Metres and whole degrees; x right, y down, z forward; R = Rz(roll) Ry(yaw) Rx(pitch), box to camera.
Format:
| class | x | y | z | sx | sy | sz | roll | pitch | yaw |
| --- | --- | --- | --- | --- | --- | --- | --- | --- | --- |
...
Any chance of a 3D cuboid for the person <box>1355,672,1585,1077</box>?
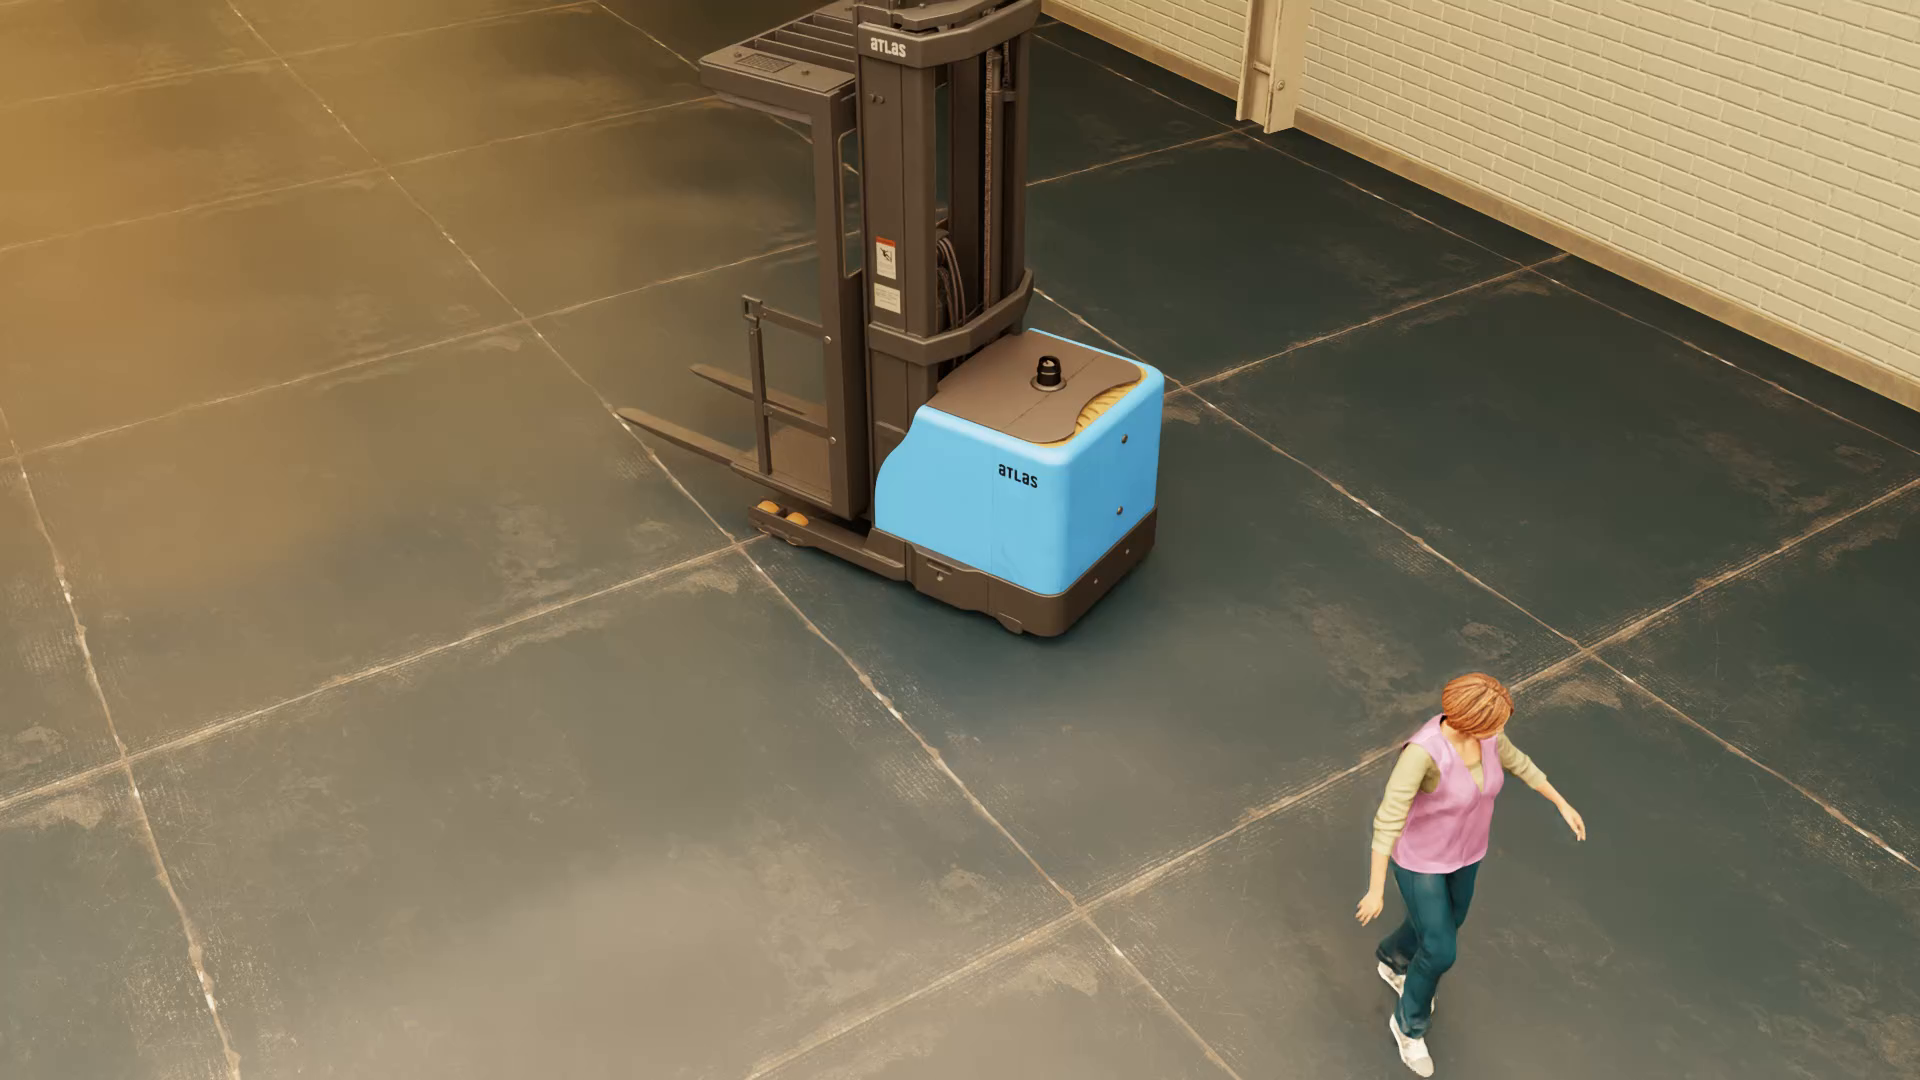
| class | x | y | z | sx | sy | sz | roll | pitch | yaw |
| --- | --- | --- | --- | --- | --- | --- | --- | --- | --- |
| person | 1.686 | 1.136 | 5.757 | 0.823 | 1.608 | 0.490 | -20 | 40 | -26 |

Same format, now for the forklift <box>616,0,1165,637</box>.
| class | x | y | z | sx | sy | sz | roll | pitch | yaw |
| --- | --- | --- | --- | --- | --- | --- | --- | --- | --- |
| forklift | -0.500 | -1.399 | 8.138 | 3.031 | 2.935 | 1.130 | 22 | 41 | 28 |
